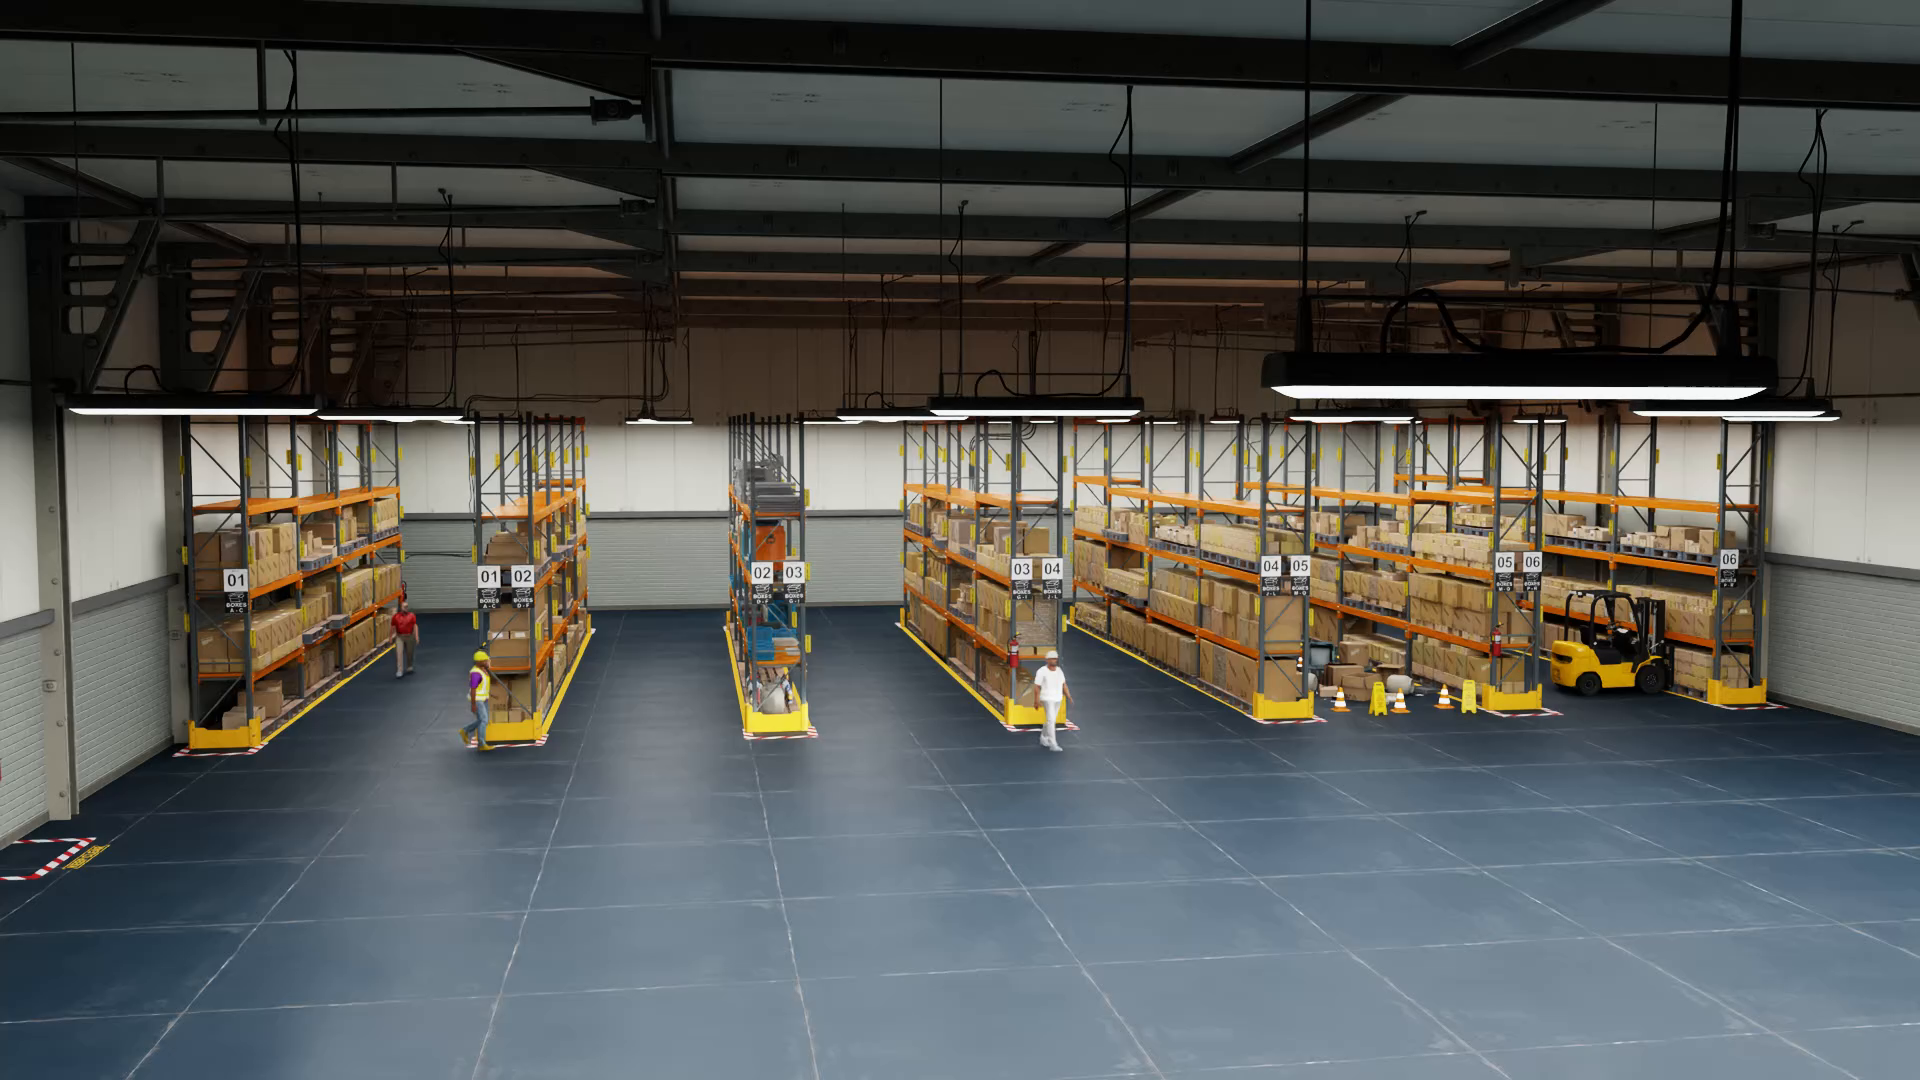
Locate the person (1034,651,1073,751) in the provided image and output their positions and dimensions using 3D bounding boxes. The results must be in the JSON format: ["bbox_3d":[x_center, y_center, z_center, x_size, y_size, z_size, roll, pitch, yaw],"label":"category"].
[{"bbox_3d":[1.673,2.837,29.420,0.629,1.734,0.907,-3,5,-40],"label":"person"}]

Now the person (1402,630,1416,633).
[{"bbox_3d":[12.501,1.767,46.080,0.505,1.613,0.510,-3,5,-39],"label":"person"}]

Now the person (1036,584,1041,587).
[{"bbox_3d":[2.084,1.583,48.236,0.589,1.717,0.509,3,5,38],"label":"person"}]

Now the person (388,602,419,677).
[{"bbox_3d":[-12.812,2.261,38.285,0.671,1.658,1.088,-1,4,-18],"label":"person"}]

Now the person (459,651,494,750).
[{"bbox_3d":[-8.573,2.836,29.417,0.753,1.749,0.589,1,4,10],"label":"person"}]
